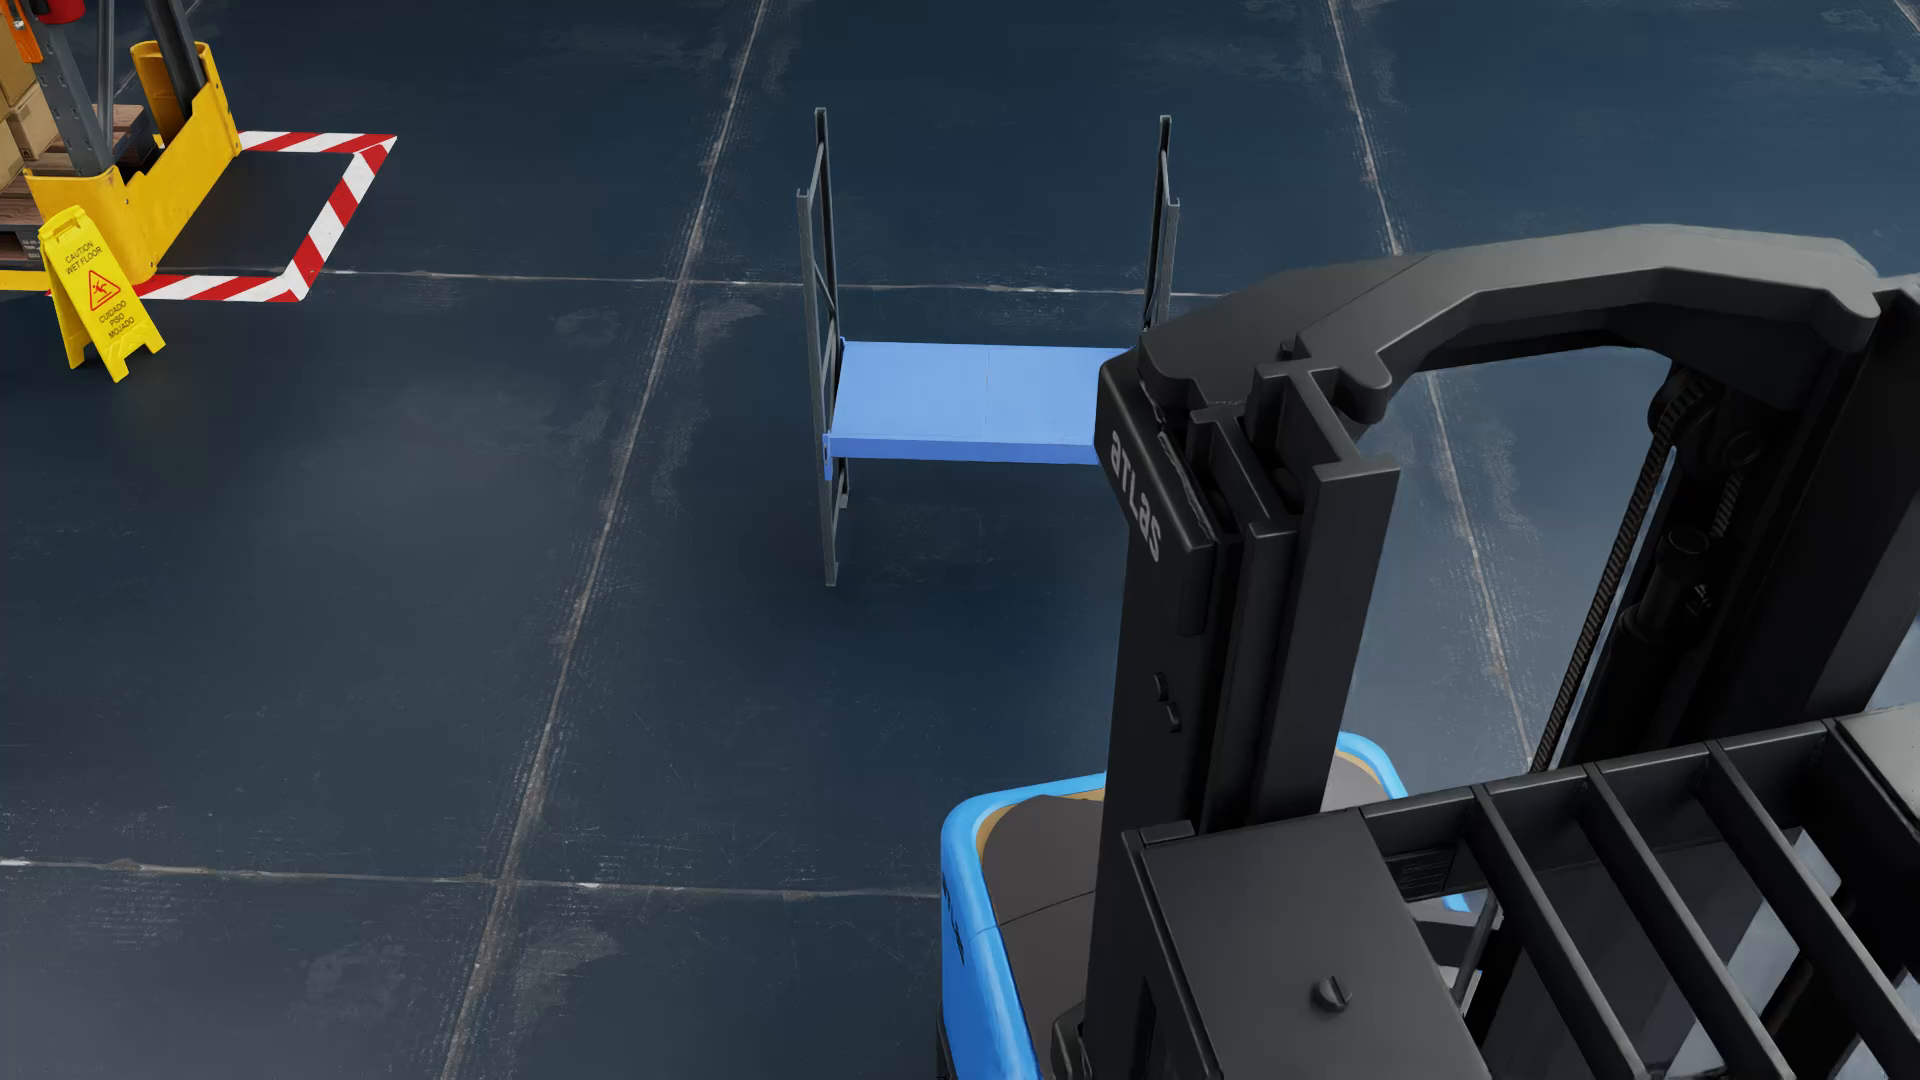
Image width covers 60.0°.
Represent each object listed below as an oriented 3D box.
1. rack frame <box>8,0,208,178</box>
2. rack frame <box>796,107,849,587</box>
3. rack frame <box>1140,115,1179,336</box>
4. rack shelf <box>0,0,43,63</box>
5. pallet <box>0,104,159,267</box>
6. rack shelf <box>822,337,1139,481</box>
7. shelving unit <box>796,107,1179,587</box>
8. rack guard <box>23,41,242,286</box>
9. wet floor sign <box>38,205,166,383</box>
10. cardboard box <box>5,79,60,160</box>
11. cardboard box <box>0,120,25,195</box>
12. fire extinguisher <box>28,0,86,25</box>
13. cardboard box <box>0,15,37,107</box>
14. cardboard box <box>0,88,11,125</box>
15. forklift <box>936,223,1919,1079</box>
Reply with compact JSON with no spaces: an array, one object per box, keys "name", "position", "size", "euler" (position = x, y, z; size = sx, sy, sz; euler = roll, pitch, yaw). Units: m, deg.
[{"name":"rack frame","position":[-3.440,-2.549,6.286],"size":[0.127,3.000,1.000],"euler":[2,43,2]},{"name":"rack frame","position":[-0.423,-0.562,5.253],"size":[0.032,1.500,0.500],"euler":[2,43,2]},{"name":"rack frame","position":[0.593,-0.531,5.219],"size":[0.032,1.500,0.500],"euler":[2,43,2]},{"name":"rack shelf","position":[-5.438,-2.347,6.597],"size":[4.000,0.370,1.077],"euler":[2,43,2]},{"name":"pallet","position":[-4.326,-1.580,7.291],"size":[1.213,0.211,1.003],"euler":[2,43,2]},{"name":"rack shelf","position":[0.085,-0.415,5.359],"size":[1.000,0.185,0.538],"euler":[2,43,2]},{"name":"shelving unit","position":[0.085,-0.546,5.236],"size":[1.048,1.500,0.538],"euler":[2,43,2]},{"name":"rack guard","position":[-3.516,-1.637,7.140],"size":[0.348,0.500,1.175],"euler":[2,43,2]},{"name":"wet floor sign","position":[-3.299,-0.953,6.300],"size":[0.232,0.644,0.267],"euler":[16,45,16]},{"name":"cardboard box","position":[-4.234,-1.910,7.308],"size":[0.500,0.250,0.500],"euler":[1,43,2]},{"name":"cardboard box","position":[-4.284,-1.539,6.910],"size":[0.500,0.250,0.500],"euler":[2,43,2]},{"name":"fire extinguisher","position":[-3.347,-2.203,5.971],"size":[0.183,0.674,0.296],"euler":[2,43,2]},{"name":"cardboard box","position":[-4.258,-2.184,7.053],"size":[0.500,0.500,0.500],"euler":[0,43,0]},{"name":"cardboard box","position":[-4.253,-1.818,6.660],"size":[0.500,0.500,0.500],"euler":[2,43,2]},{"name":"forklift","position":[0.765,1.184,2.329],"size":[1.130,2.935,3.031],"euler":[-9,44,-9]}]
